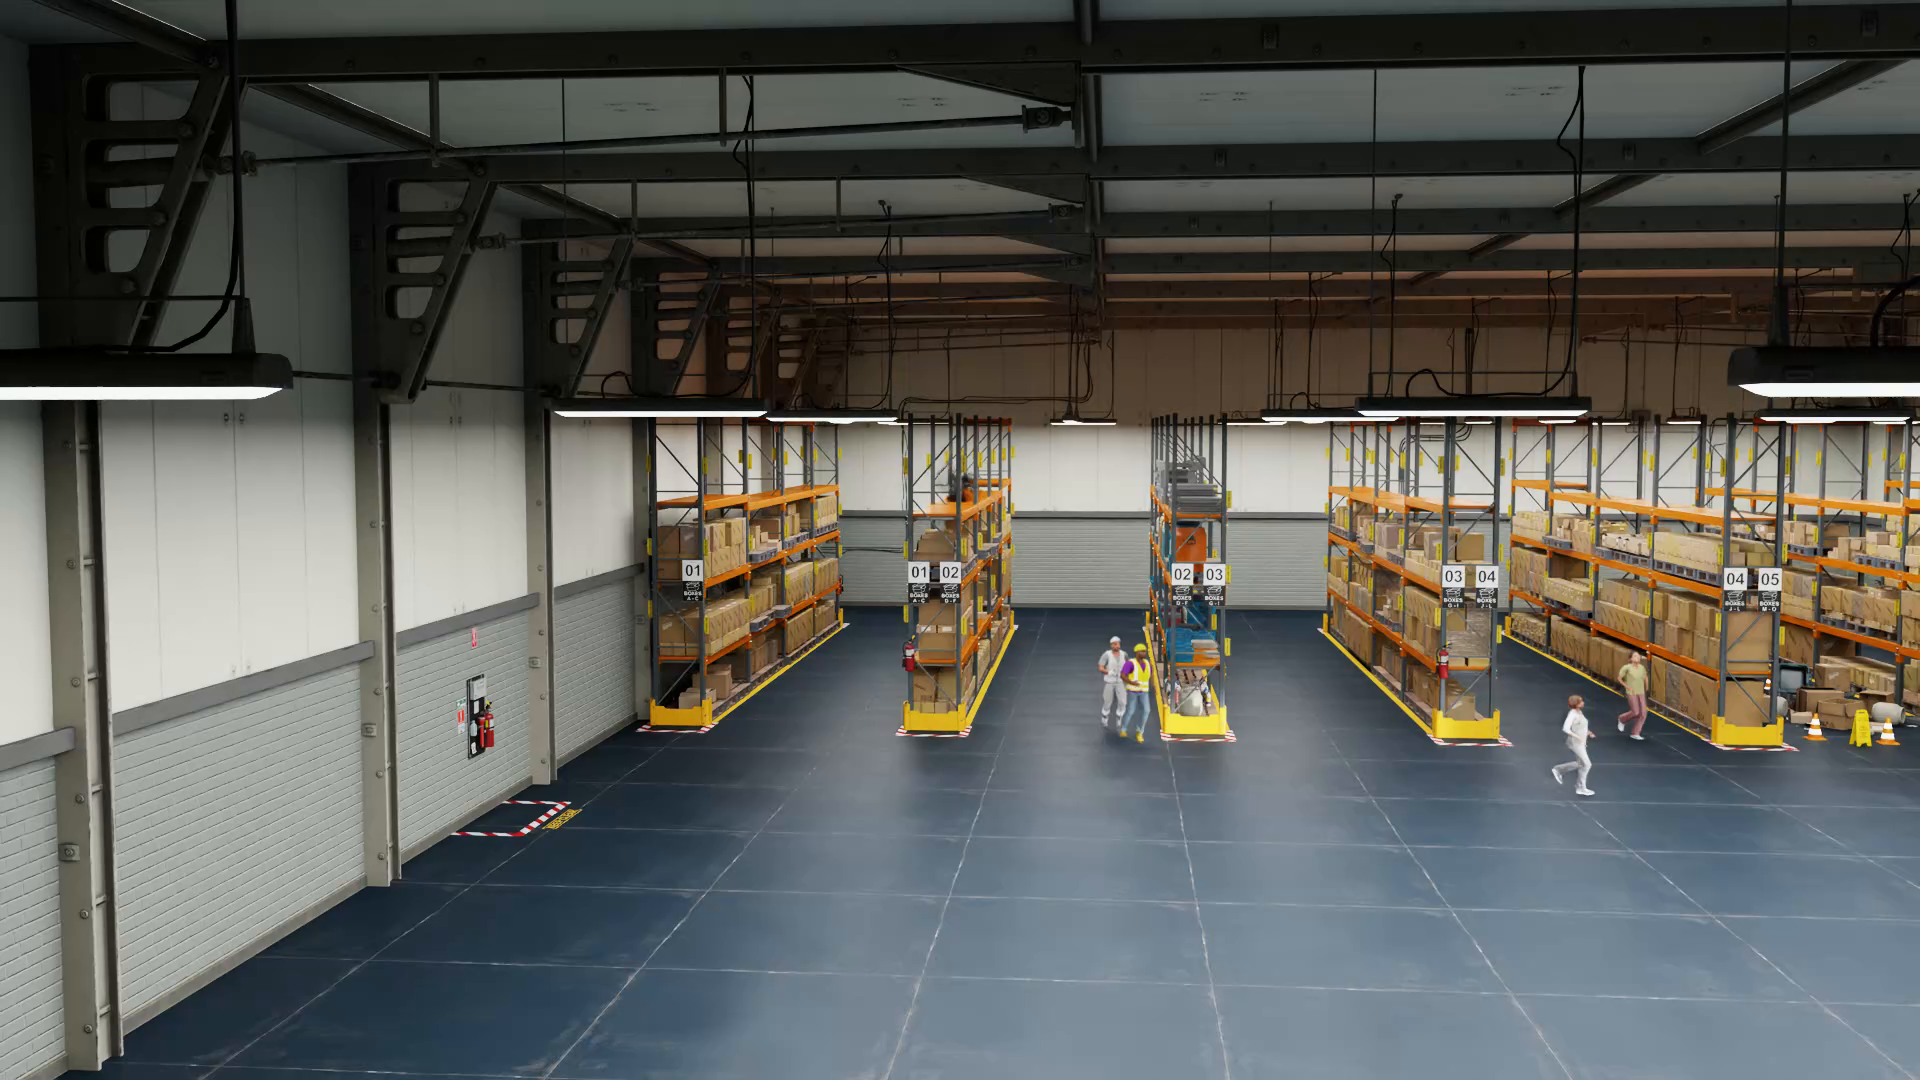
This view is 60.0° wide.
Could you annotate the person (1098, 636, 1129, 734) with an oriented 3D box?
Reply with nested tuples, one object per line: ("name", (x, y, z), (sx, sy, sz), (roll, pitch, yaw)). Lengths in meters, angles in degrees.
("person", (2.929, 2.733, 31.302), (0.696, 1.856, 0.749), (-1, 4, -12))

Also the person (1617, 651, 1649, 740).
("person", (12.517, 2.858, 30.751), (0.609, 1.613, 0.614), (-1, 4, -10))

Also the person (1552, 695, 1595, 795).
("person", (9.602, 3.192, 26.029), (0.666, 1.552, 0.541), (2, 5, 33))

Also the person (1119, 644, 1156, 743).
("person", (3.281, 2.801, 30.520), (0.772, 1.785, 0.665), (-2, 4, -22))
